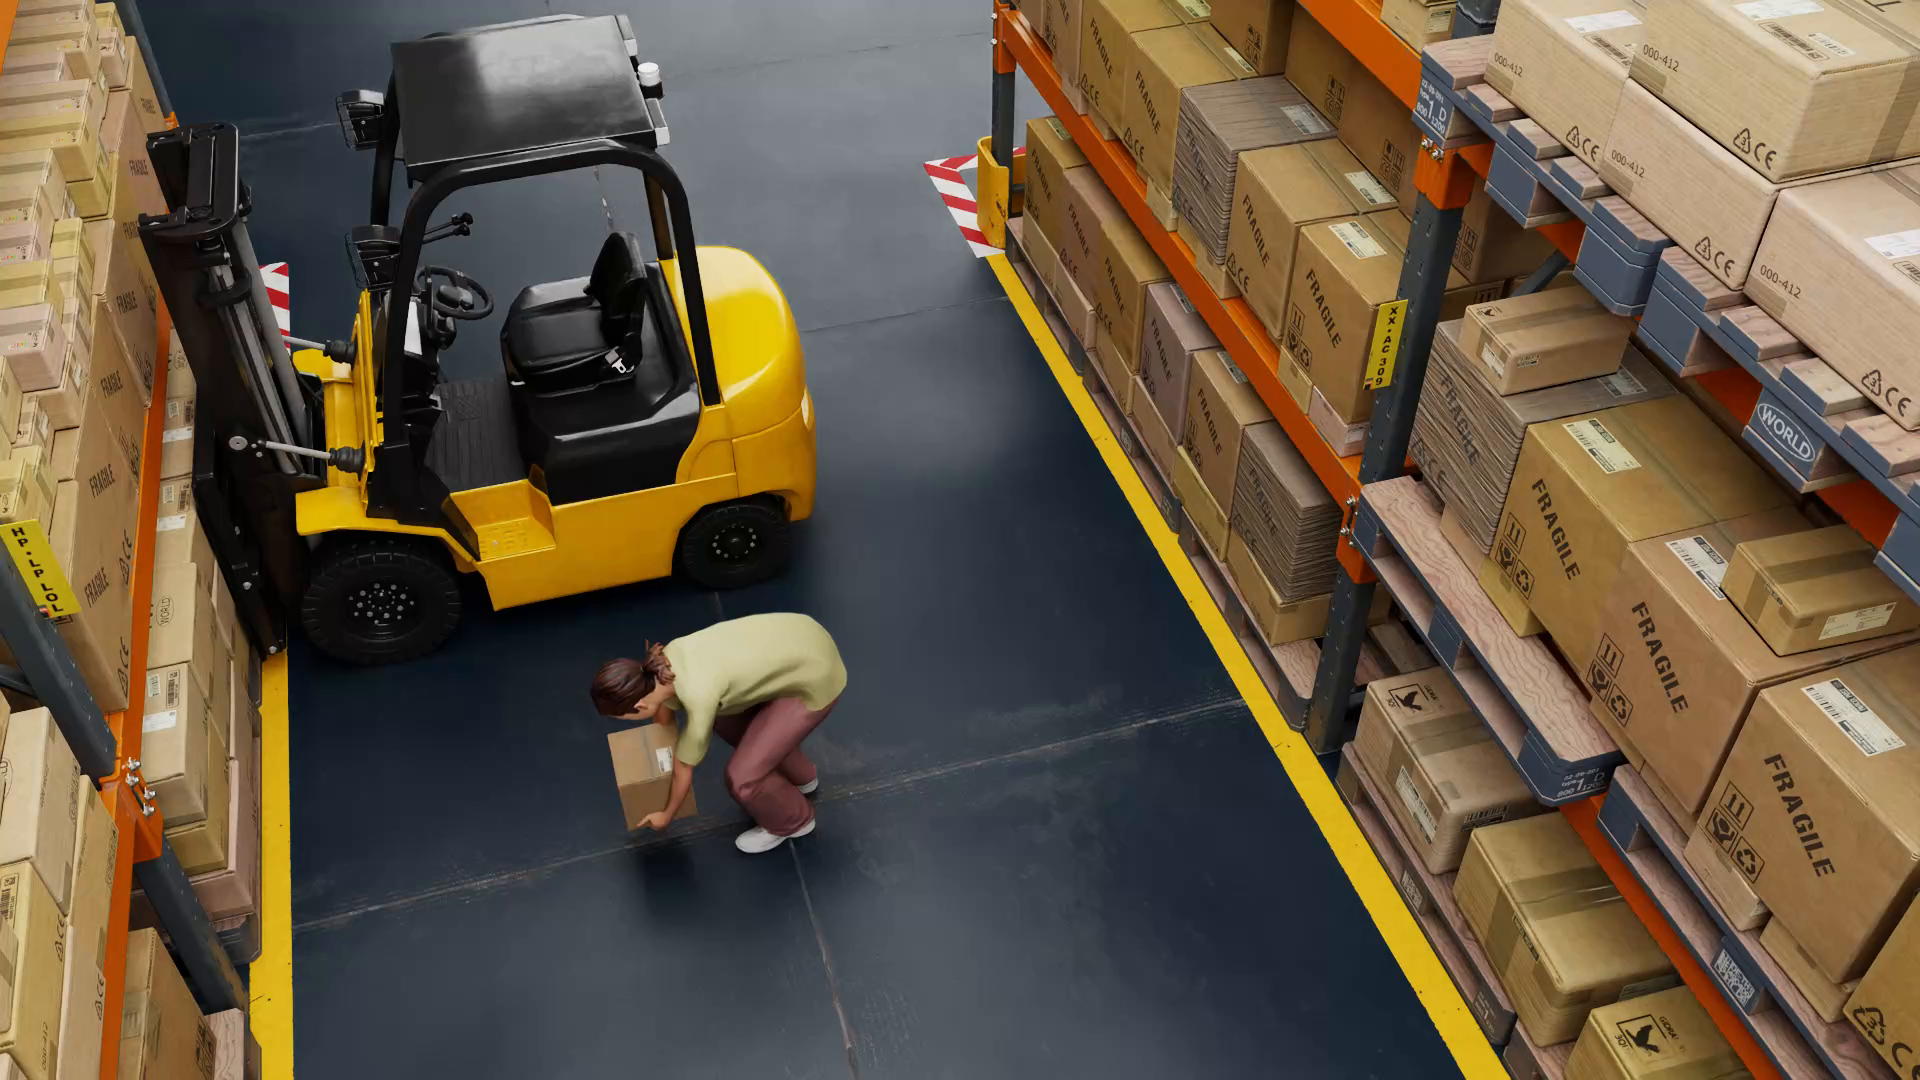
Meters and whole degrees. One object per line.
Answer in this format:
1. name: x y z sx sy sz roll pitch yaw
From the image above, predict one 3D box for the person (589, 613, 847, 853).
1. person: -0.823 0.688 5.885 0.868 1.032 0.454 -14 44 -15
